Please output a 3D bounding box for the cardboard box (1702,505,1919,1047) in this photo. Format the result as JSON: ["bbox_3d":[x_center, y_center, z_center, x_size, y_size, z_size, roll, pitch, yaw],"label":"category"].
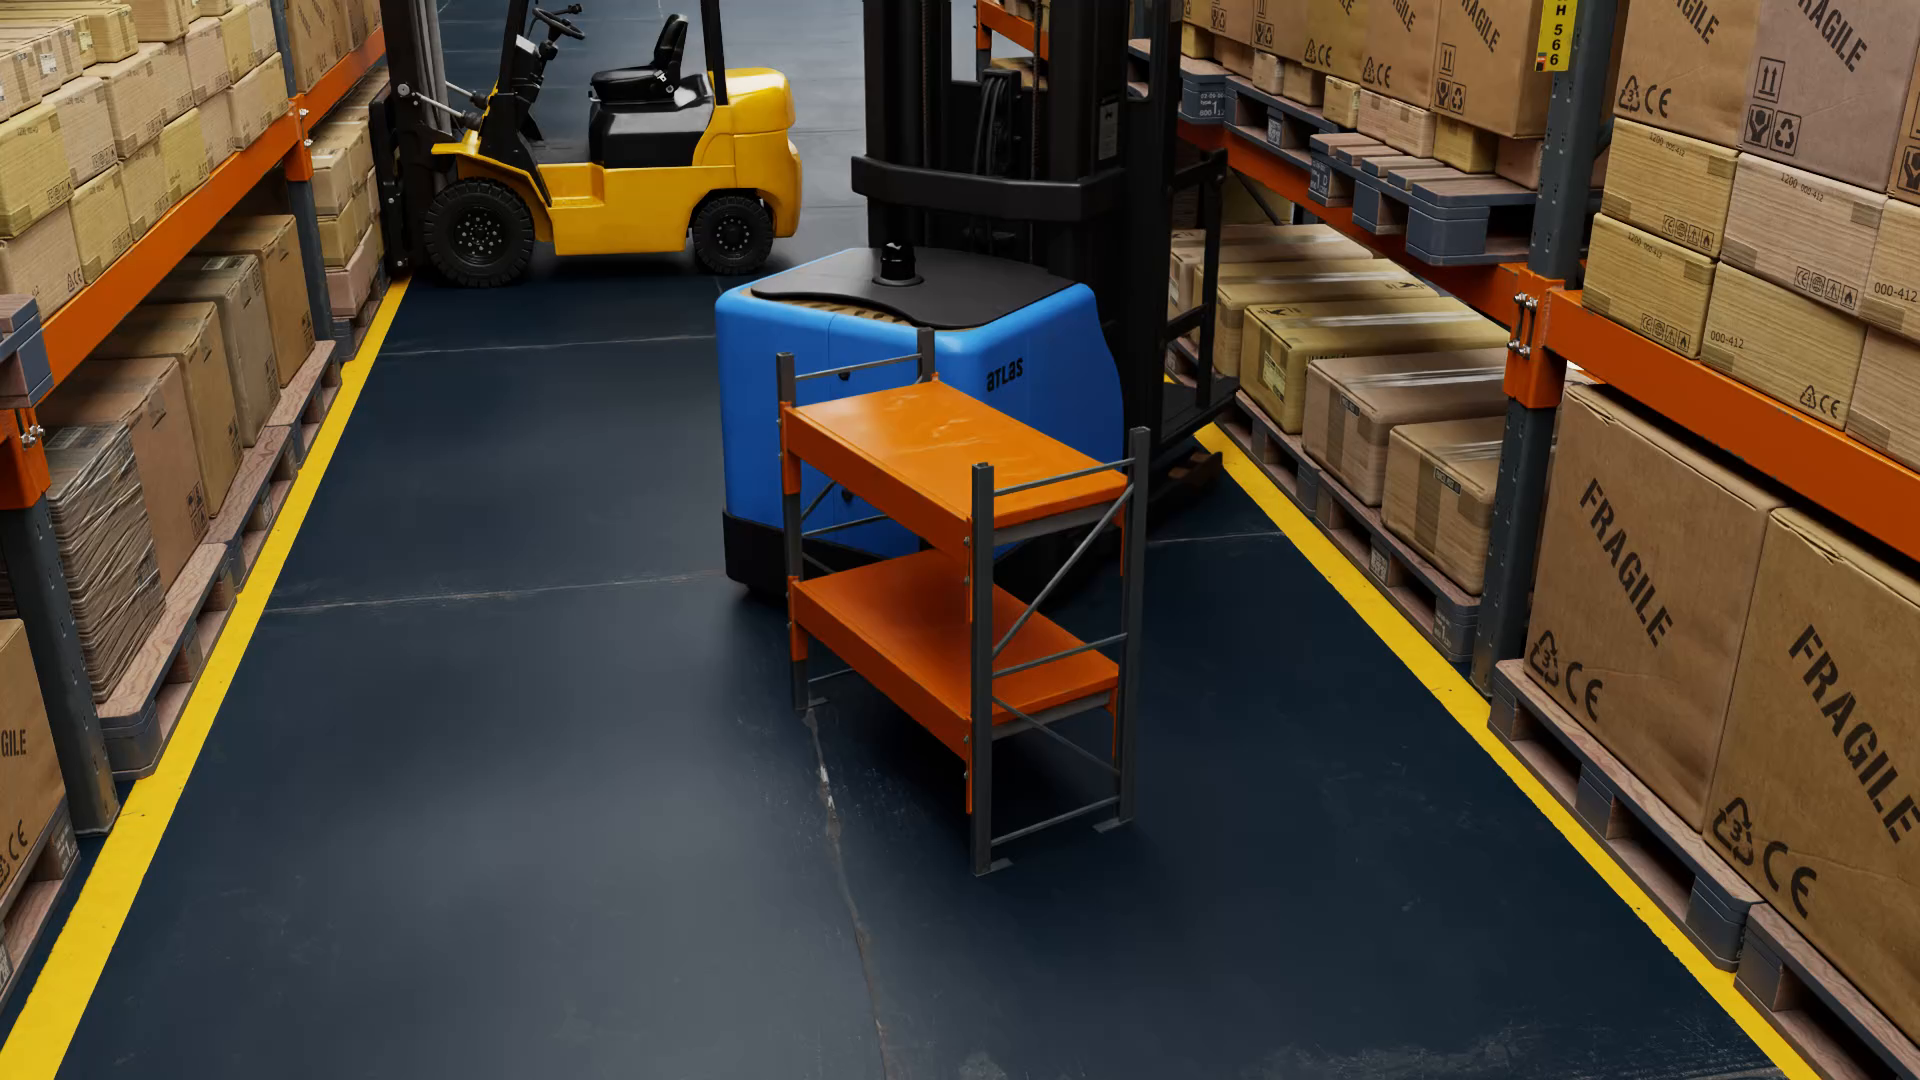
[{"bbox_3d":[2.308,0.469,3.558,0.875,0.875,0.875,-4,24,-9],"label":"cardboard box"}]

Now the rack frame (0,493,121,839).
[{"bbox_3d":[-2.776,-0.572,3.812,1.000,3.000,0.127,-4,24,-10],"label":"rack frame"}]

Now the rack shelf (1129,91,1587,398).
[{"bbox_3d":[1.731,-1.398,6.602,1.077,0.370,4.000,-4,24,-10],"label":"rack shelf"}]

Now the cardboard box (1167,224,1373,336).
[{"bbox_3d":[1.461,-1.296,8.229,0.950,0.372,0.625,-4,24,-9],"label":"cardboard box"}]

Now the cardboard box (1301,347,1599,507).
[{"bbox_3d":[1.862,-0.442,6.273,0.950,0.372,0.625,-5,24,-11],"label":"cardboard box"}]

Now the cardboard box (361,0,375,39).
[{"bbox_3d":[-3.725,-3.184,9.668,0.500,0.500,0.500,-5,24,-11],"label":"cardboard box"}]

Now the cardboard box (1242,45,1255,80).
[{"bbox_3d":[1.369,-1.945,6.744,0.380,0.149,0.250,-4,24,-9],"label":"cardboard box"}]

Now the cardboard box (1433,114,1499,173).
[{"bbox_3d":[1.689,-1.230,5.108,0.380,0.149,0.250,-4,24,-9],"label":"cardboard box"}]

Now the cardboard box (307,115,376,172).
[{"bbox_3d":[-3.485,-2.146,9.078,0.500,0.250,0.500,-3,24,-8],"label":"cardboard box"}]

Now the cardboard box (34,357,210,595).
[{"bbox_3d":[-3.007,-0.179,5.355,0.875,0.625,0.625,-4,24,-8],"label":"cardboard box"}]

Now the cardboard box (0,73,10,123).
[{"bbox_3d":[-2.546,-1.062,4.000,0.380,0.149,0.250,-4,24,-8],"label":"cardboard box"}]

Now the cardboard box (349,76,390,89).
[{"bbox_3d":[-3.764,-2.751,10.463,0.500,0.250,0.500,-4,24,-9],"label":"cardboard box"}]

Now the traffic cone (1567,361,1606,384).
[{"bbox_3d":[2.967,-0.968,7.888,0.336,0.463,0.334,-4,24,-10],"label":"traffic cone"}]

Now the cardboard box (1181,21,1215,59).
[{"bbox_3d":[1.191,-2.252,7.448,0.380,0.149,0.250,-4,24,-9],"label":"cardboard box"}]

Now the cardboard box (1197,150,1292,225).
[{"bbox_3d":[1.518,-2.042,9.153,0.500,0.500,0.500,-3,24,-7],"label":"cardboard box"}]

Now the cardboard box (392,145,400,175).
[{"bbox_3d":[-3.660,-2.312,10.083,0.500,0.250,0.500,-5,24,-11],"label":"cardboard box"}]

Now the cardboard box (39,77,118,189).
[{"bbox_3d":[-2.710,-1.122,4.635,0.500,0.250,0.500,-4,24,-8],"label":"cardboard box"}]

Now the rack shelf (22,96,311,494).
[{"bbox_3d":[-3.146,-1.029,5.758,1.077,0.370,4.000,-4,24,-10],"label":"rack shelf"}]

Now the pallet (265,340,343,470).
[{"bbox_3d":[-3.341,-0.581,7.316,1.003,0.211,1.213,-4,24,-10],"label":"pallet"}]

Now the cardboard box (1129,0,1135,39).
[{"bbox_3d":[1.035,-2.853,8.538,0.500,0.500,0.500,-5,24,-11],"label":"cardboard box"}]

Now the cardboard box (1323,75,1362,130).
[{"bbox_3d":[1.495,-1.533,5.801,0.380,0.149,0.250,-4,24,-9],"label":"cardboard box"}]

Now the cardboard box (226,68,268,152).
[{"bbox_3d":[-3.067,-1.701,6.583,0.500,0.250,0.500,-4,24,-10],"label":"cardboard box"}]

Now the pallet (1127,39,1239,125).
[{"bbox_3d":[1.360,-2.115,7.585,1.003,0.211,1.213,-4,24,-10],"label":"pallet"}]

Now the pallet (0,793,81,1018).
[{"bbox_3d":[-2.675,1.002,3.692,1.003,0.211,1.213,-4,24,-10],"label":"pallet"}]

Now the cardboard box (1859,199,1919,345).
[{"bbox_3d":[2.127,-0.484,3.172,0.500,0.250,0.500,-4,24,-10],"label":"cardboard box"}]

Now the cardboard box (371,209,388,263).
[{"bbox_3d":[-3.499,-1.692,9.288,0.500,0.250,0.500,-4,24,-9],"label":"cardboard box"}]

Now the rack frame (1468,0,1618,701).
[{"bbox_3d":[2.101,-0.941,4.657,1.000,3.000,0.127,-4,24,-10],"label":"rack frame"}]

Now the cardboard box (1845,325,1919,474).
[{"bbox_3d":[2.148,-0.254,3.271,0.500,0.250,0.500,-4,24,-8],"label":"cardboard box"}]

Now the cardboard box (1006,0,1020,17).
[{"bbox_3d":[0.513,-3.512,10.857,0.380,0.149,0.250,-4,24,-9],"label":"cardboard box"}]

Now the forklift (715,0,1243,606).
[{"bbox_3d":[0.398,-1.554,6.146,1.130,2.935,3.031,14,27,29],"label":"forklift"}]

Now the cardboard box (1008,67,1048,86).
[{"bbox_3d":[0.605,-2.811,10.913,0.500,0.500,0.500,-5,24,-12],"label":"cardboard box"}]

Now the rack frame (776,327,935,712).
[{"bbox_3d":[-0.293,-0.051,4.961,0.500,1.125,0.032,-14,27,-29],"label":"rack frame"}]

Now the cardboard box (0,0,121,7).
[{"bbox_3d":[-2.938,-1.665,5.378,0.380,0.149,0.250,-4,24,-10],"label":"cardboard box"}]

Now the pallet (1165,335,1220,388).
[{"bbox_3d":[1.507,-0.930,8.117,1.003,0.211,1.213,-4,24,-10],"label":"pallet"}]

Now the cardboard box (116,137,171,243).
[{"bbox_3d":[-2.808,-1.096,5.200,0.500,0.250,0.500,-5,24,-11],"label":"cardboard box"}]

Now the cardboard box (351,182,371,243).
[{"bbox_3d":[-3.397,-1.718,8.722,0.500,0.250,0.500,-4,24,-10],"label":"cardboard box"}]

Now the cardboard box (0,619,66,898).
[{"bbox_3d":[-2.487,0.531,3.884,0.500,0.500,0.500,-4,24,-8],"label":"cardboard box"}]

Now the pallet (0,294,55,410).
[{"bbox_3d":[-2.582,-0.223,3.252,1.213,0.211,1.003,-4,24,-10],"label":"pallet"}]

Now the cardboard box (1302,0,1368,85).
[{"bbox_3d":[1.543,-1.875,5.774,0.500,0.500,0.500,-6,24,-13],"label":"cardboard box"}]

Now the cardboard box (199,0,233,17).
[{"bbox_3d":[-2.997,-2.077,6.322,0.380,0.149,0.250,-5,24,-11],"label":"cardboard box"}]

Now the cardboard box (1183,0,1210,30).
[{"bbox_3d":[1.260,-2.486,7.174,0.500,0.500,0.500,-4,24,-10],"label":"cardboard box"}]

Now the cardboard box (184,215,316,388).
[{"bbox_3d":[-3.408,-1.045,7.338,0.875,0.625,0.625,-3,24,-7],"label":"cardboard box"}]

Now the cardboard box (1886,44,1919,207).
[{"bbox_3d":[2.134,-0.834,3.037,0.500,0.500,0.500,-4,24,-8],"label":"cardboard box"}]

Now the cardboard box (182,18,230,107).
[{"bbox_3d":[-2.983,-1.728,6.022,0.500,0.250,0.500,-4,24,-9],"label":"cardboard box"}]

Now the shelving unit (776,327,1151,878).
[{"bbox_3d":[-0.024,0.122,4.566,0.538,1.125,1.048,-14,27,-29],"label":"shelving unit"}]

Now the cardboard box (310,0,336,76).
[{"bbox_3d":[-3.454,-2.589,8.305,0.500,0.500,0.500,-4,24,-9],"label":"cardboard box"}]

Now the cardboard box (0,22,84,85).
[{"bbox_3d":[-2.730,-1.368,4.700,0.380,0.149,0.250,-4,24,-9],"label":"cardboard box"}]
